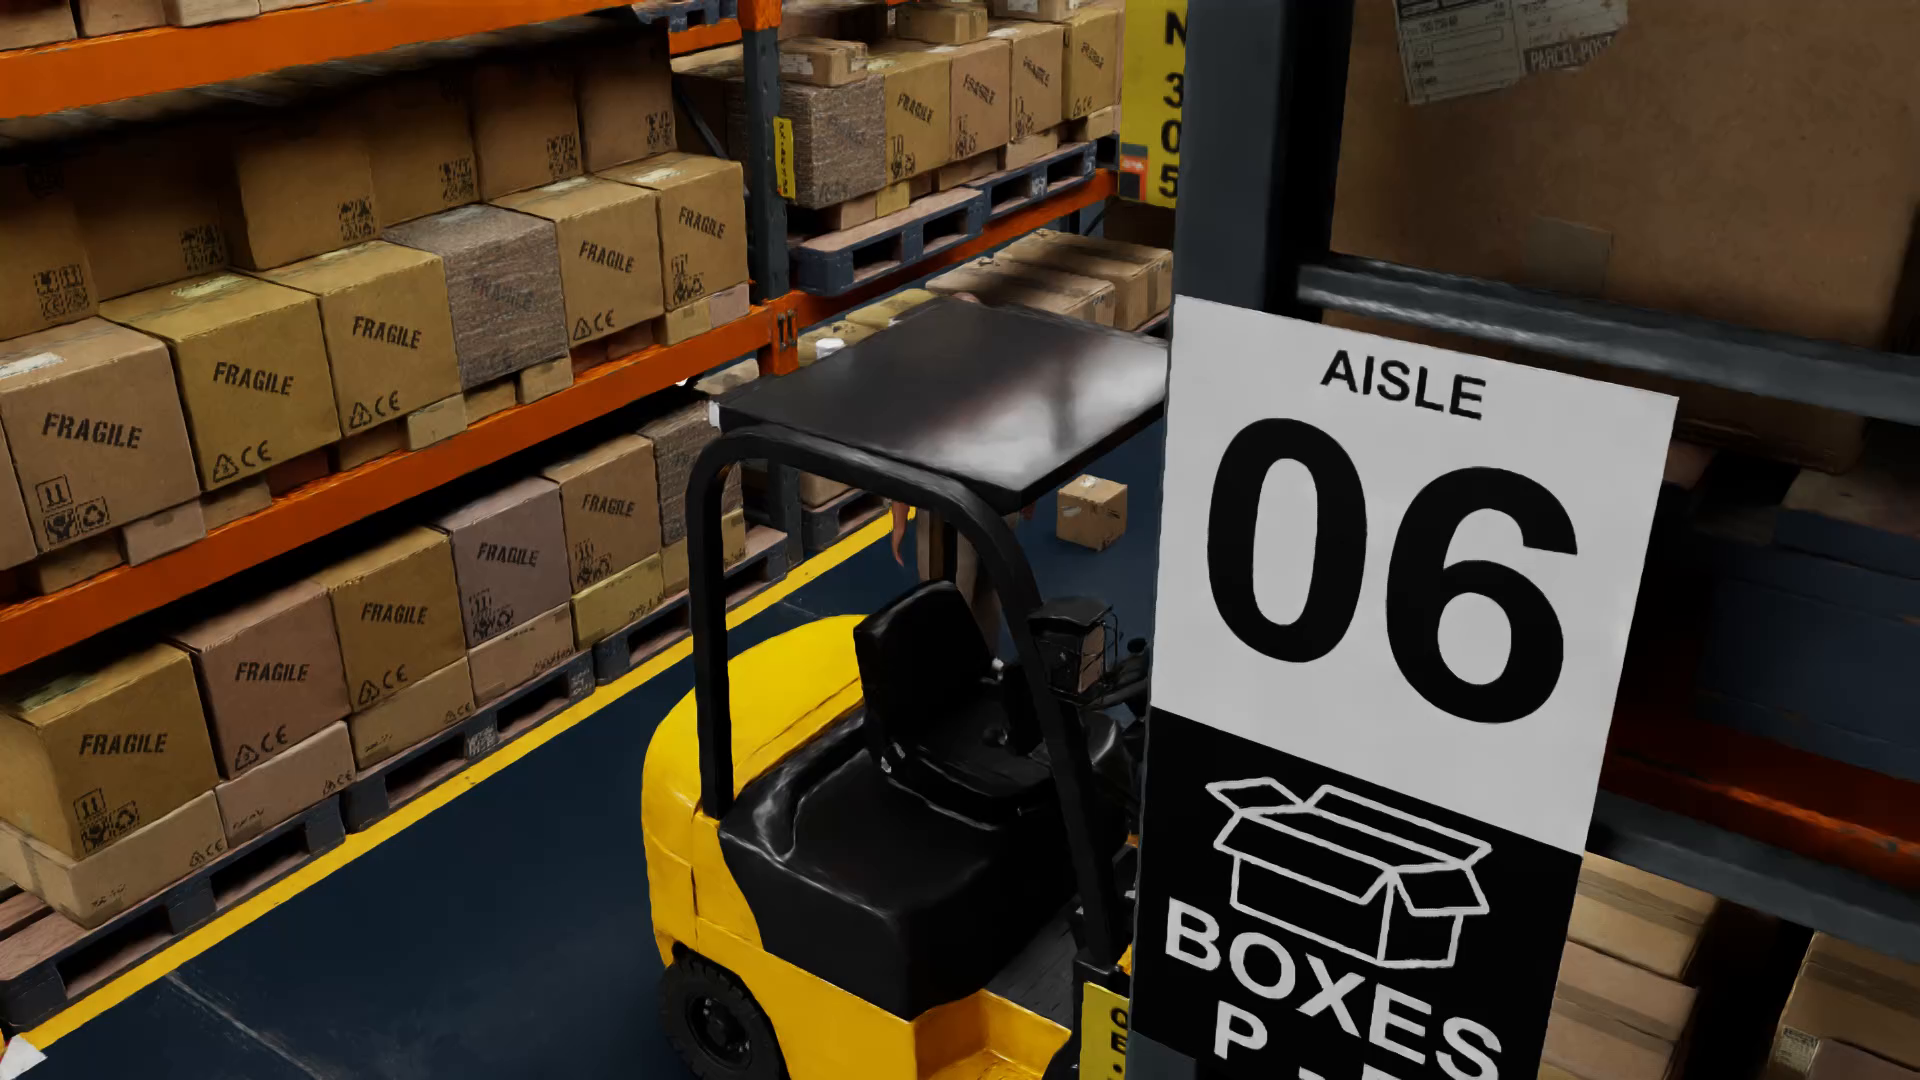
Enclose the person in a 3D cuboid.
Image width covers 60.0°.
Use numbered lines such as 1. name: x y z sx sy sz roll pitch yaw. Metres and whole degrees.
1. person: -0.005 -0.130 6.343 0.659 1.723 0.594 -20 33 -34
